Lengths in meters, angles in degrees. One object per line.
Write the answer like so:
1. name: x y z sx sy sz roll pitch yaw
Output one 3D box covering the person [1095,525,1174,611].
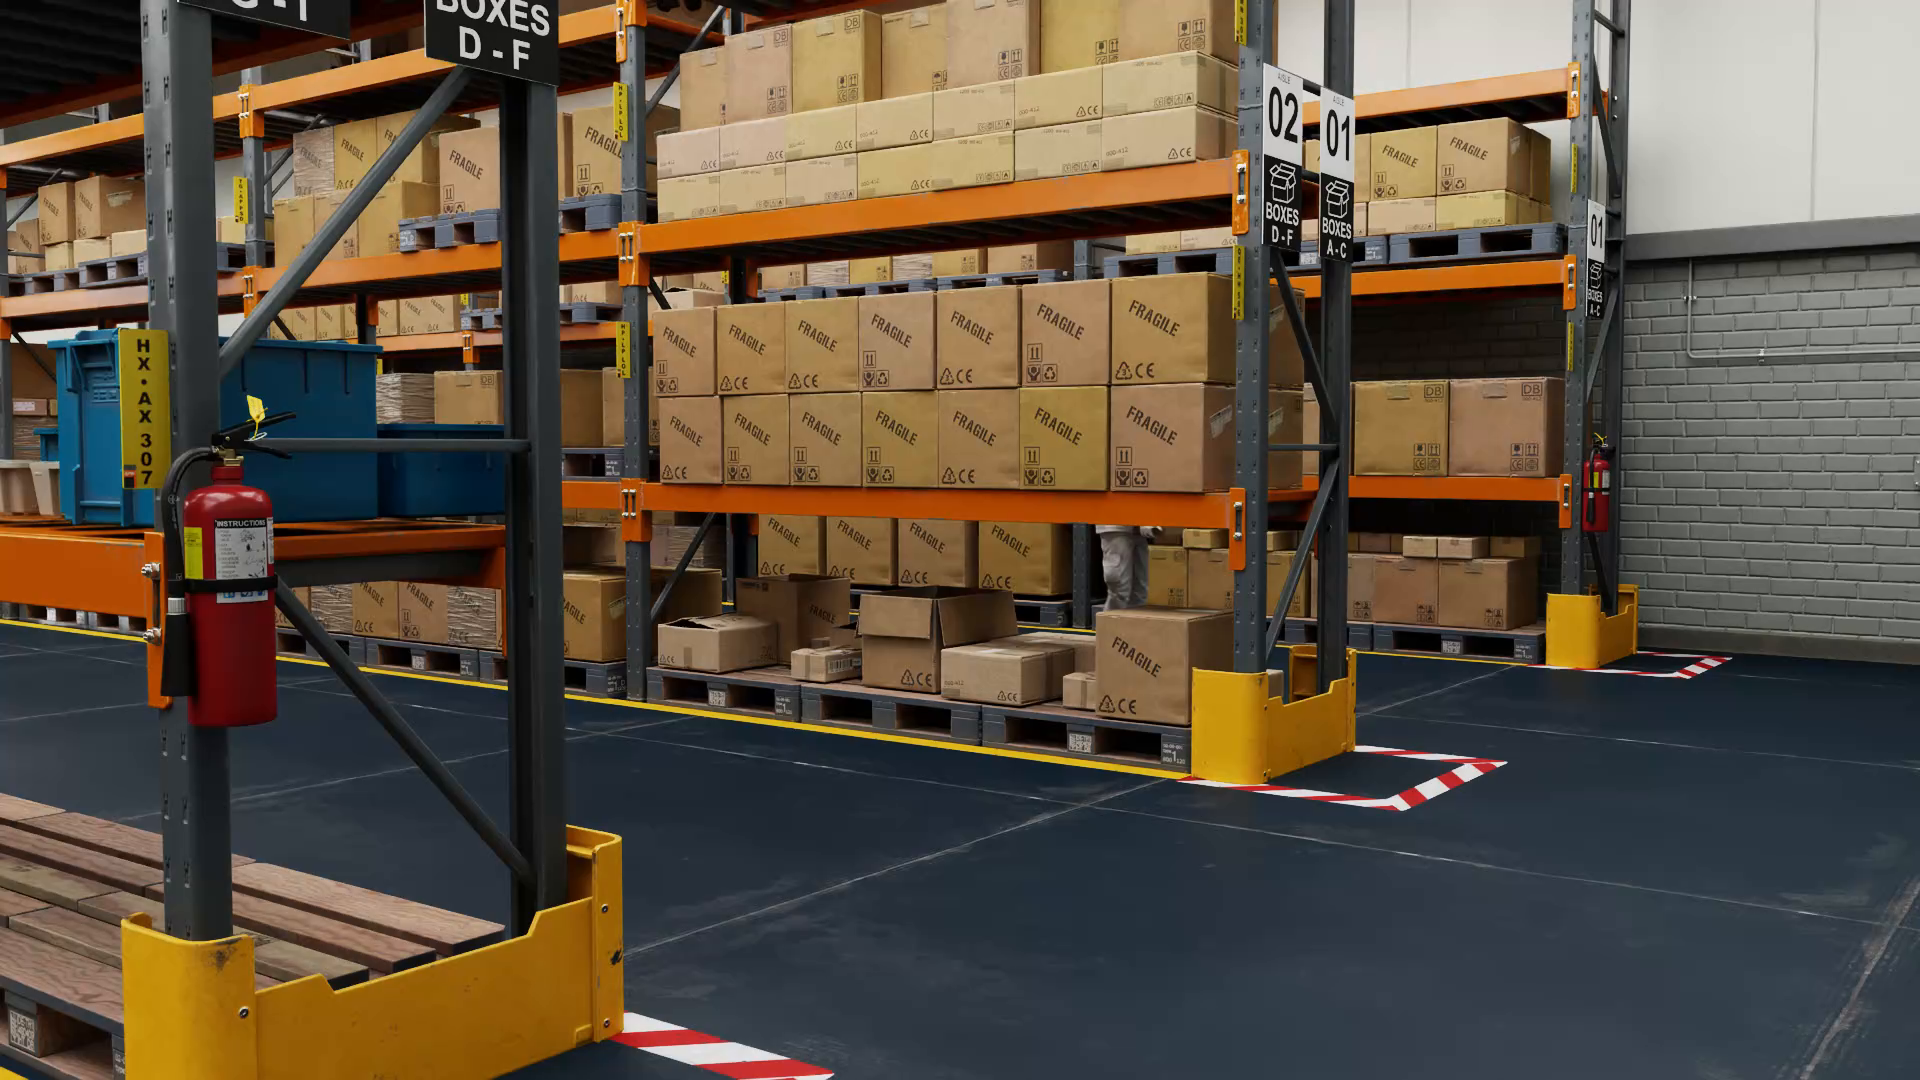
1. person: 1.210 -0.012 11.372 0.560 1.786 0.500 2 4 36
